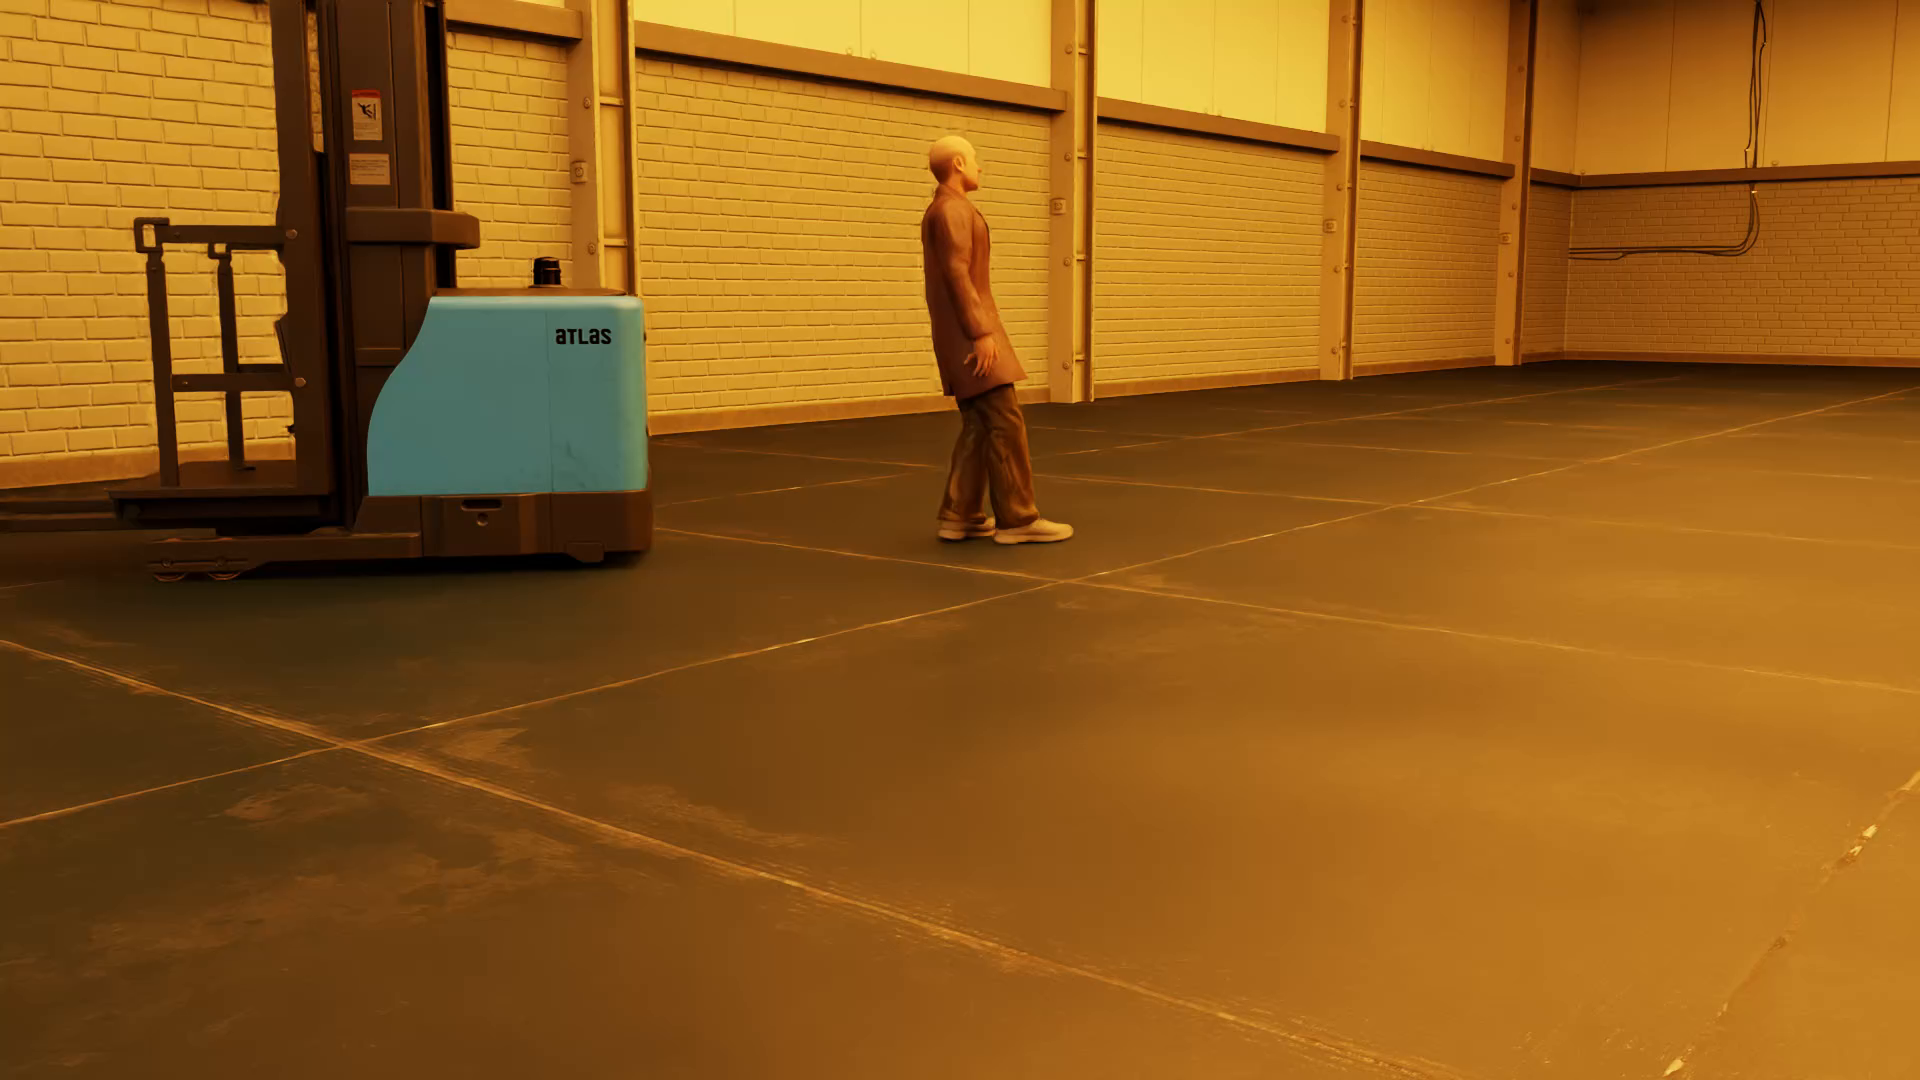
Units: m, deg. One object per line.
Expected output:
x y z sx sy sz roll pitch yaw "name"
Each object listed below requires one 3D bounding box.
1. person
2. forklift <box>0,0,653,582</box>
0.170 -0.870 7.312 0.658 1.768 0.726 -1 8 -7 "person"
-2.814 -1.373 6.668 3.031 2.935 1.130 -1 8 -10 "forklift"
